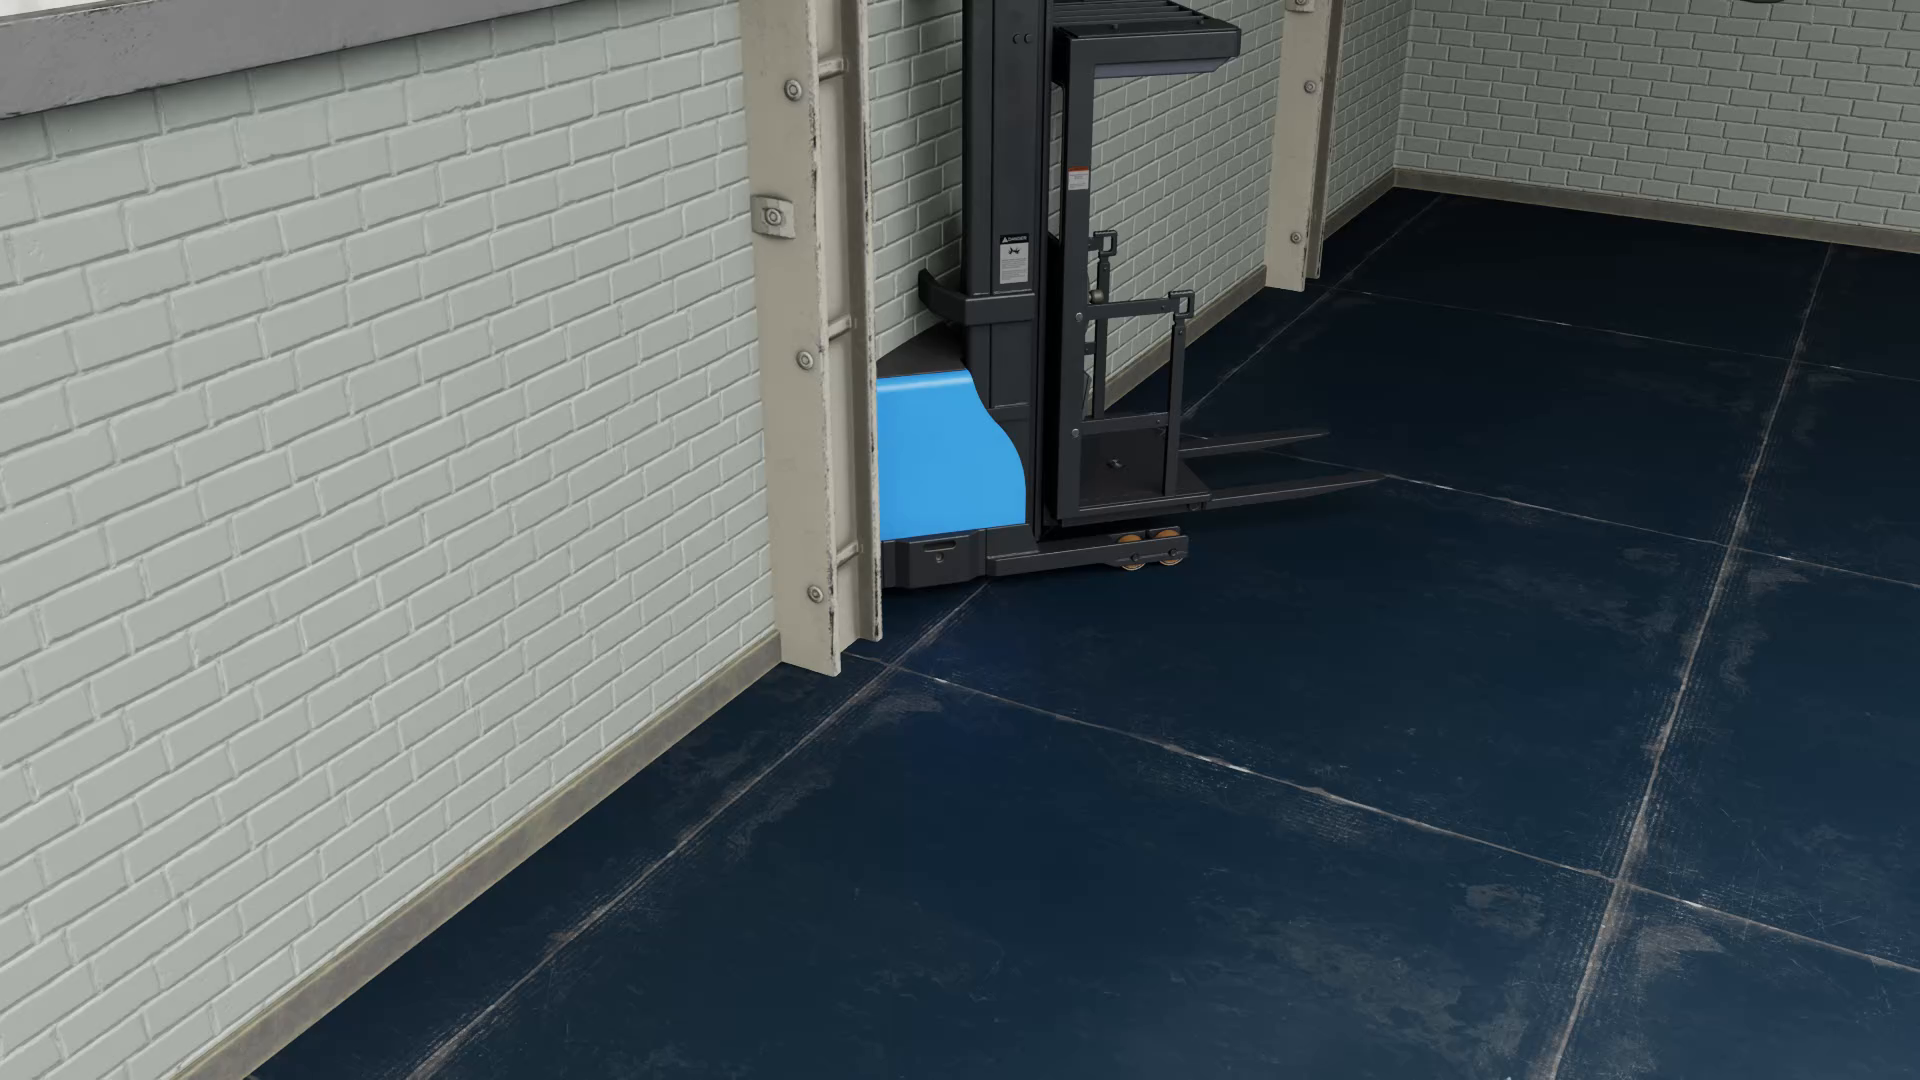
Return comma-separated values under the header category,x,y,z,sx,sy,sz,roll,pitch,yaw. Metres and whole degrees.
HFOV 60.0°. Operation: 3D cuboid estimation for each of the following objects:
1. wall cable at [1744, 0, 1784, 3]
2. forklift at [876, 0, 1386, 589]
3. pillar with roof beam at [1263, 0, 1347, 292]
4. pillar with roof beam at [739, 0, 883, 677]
category,x,y,z,sx,sy,sz,roll,pitch,yaw
wall cable,4.980,-5.358,12.370,3.097,2.526,0.112,14,30,26
forklift,0.601,-1.386,7.744,3.031,2.935,1.130,-7,27,-14
pillar with roof beam,6.128,-4.942,8.070,9.100,9.000,0.400,14,30,26
pillar with roof beam,3.176,-2.604,3.398,9.100,9.000,0.400,14,30,26
